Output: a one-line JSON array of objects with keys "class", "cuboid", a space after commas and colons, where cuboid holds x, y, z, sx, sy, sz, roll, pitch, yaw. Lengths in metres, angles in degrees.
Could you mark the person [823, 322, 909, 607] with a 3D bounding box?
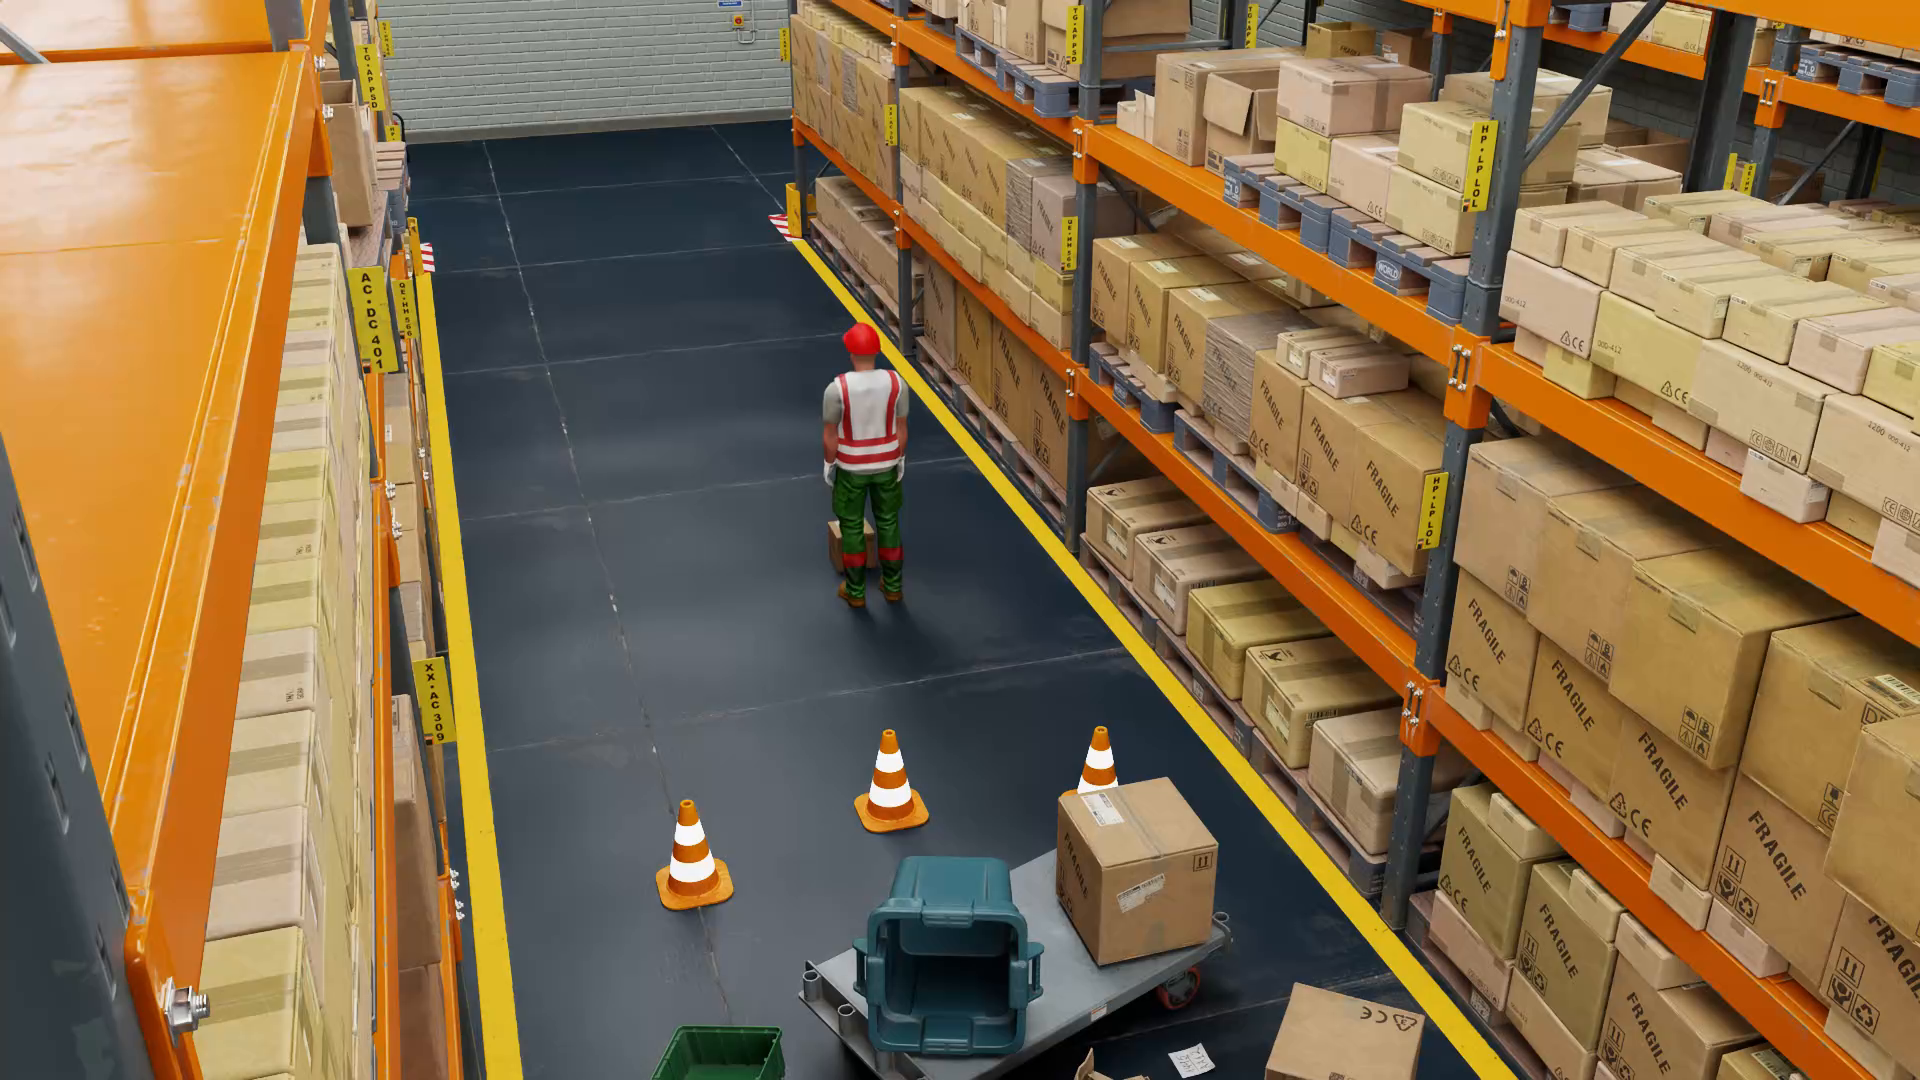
[{"class": "person", "cuboid": [-0.567, -0.454, 10.015, 0.525, 1.786, 0.339, -7, 27, -15]}]
